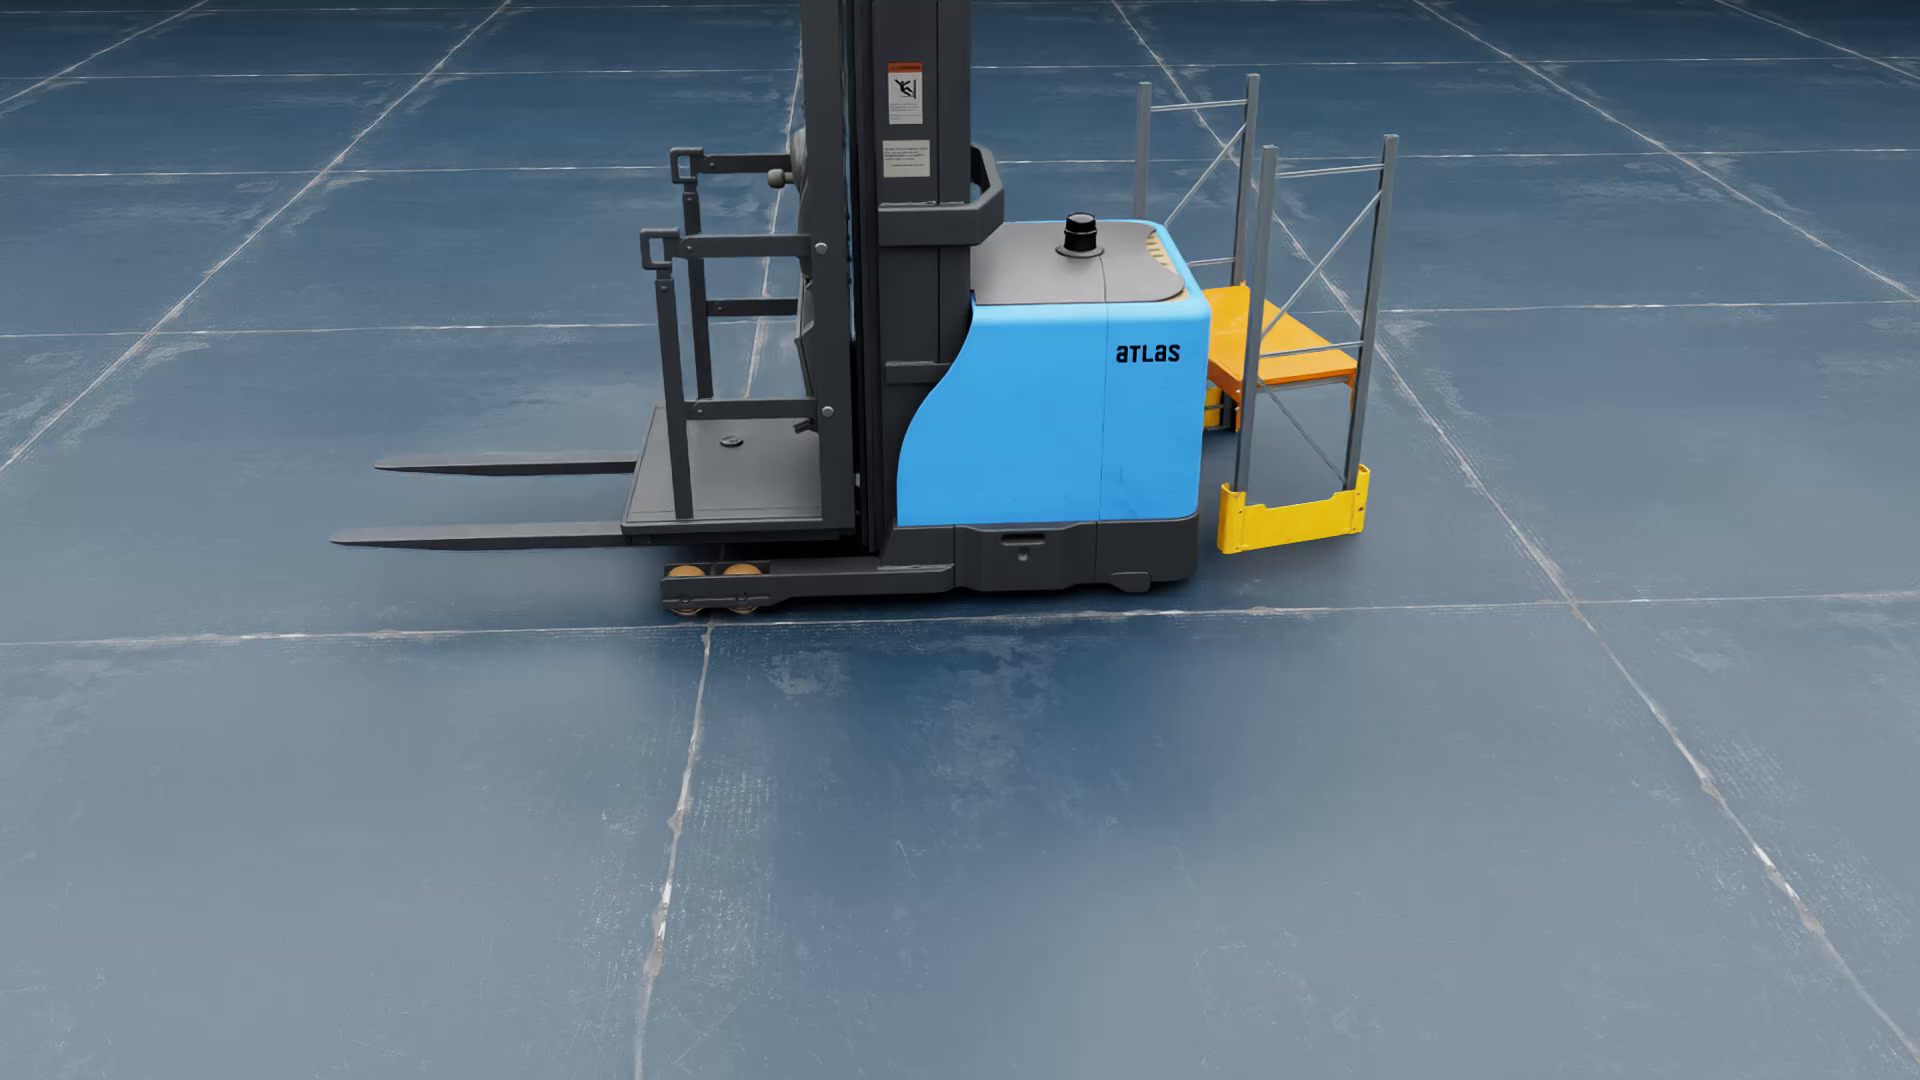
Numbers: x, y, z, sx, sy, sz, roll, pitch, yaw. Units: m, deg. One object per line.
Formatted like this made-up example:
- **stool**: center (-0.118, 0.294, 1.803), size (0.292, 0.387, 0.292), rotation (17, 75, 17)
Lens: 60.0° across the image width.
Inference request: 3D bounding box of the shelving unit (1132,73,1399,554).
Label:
- **shelving unit**: center (1.089, -0.891, 6.336), size (0.587, 1.500, 1.083), rotation (-9, 29, -16)

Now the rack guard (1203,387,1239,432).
- **rack guard**: center (0.933, -0.556, 7.045), size (0.587, 0.250, 0.087), rotation (-9, 29, -16)

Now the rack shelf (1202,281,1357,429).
- **rack shelf**: center (1.086, -0.735, 6.427), size (0.538, 0.185, 1.000), rotation (-9, 29, -16)

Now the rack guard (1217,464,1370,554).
- **rack guard**: center (1.244, -0.118, 6.206), size (0.587, 0.250, 0.087), rotation (-9, 29, -16)

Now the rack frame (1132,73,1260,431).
- **rack frame**: center (0.927, -1.118, 6.772), size (0.500, 1.500, 0.032), rotation (-9, 29, -16)

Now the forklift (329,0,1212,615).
- **forklift**: center (-0.696, -1.294, 5.562), size (3.031, 2.935, 1.130), rotation (-2, 28, -3)

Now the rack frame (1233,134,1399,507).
- **rack frame**: center (1.245, -0.672, 5.916), size (0.500, 1.500, 0.032), rotation (-9, 29, -16)
